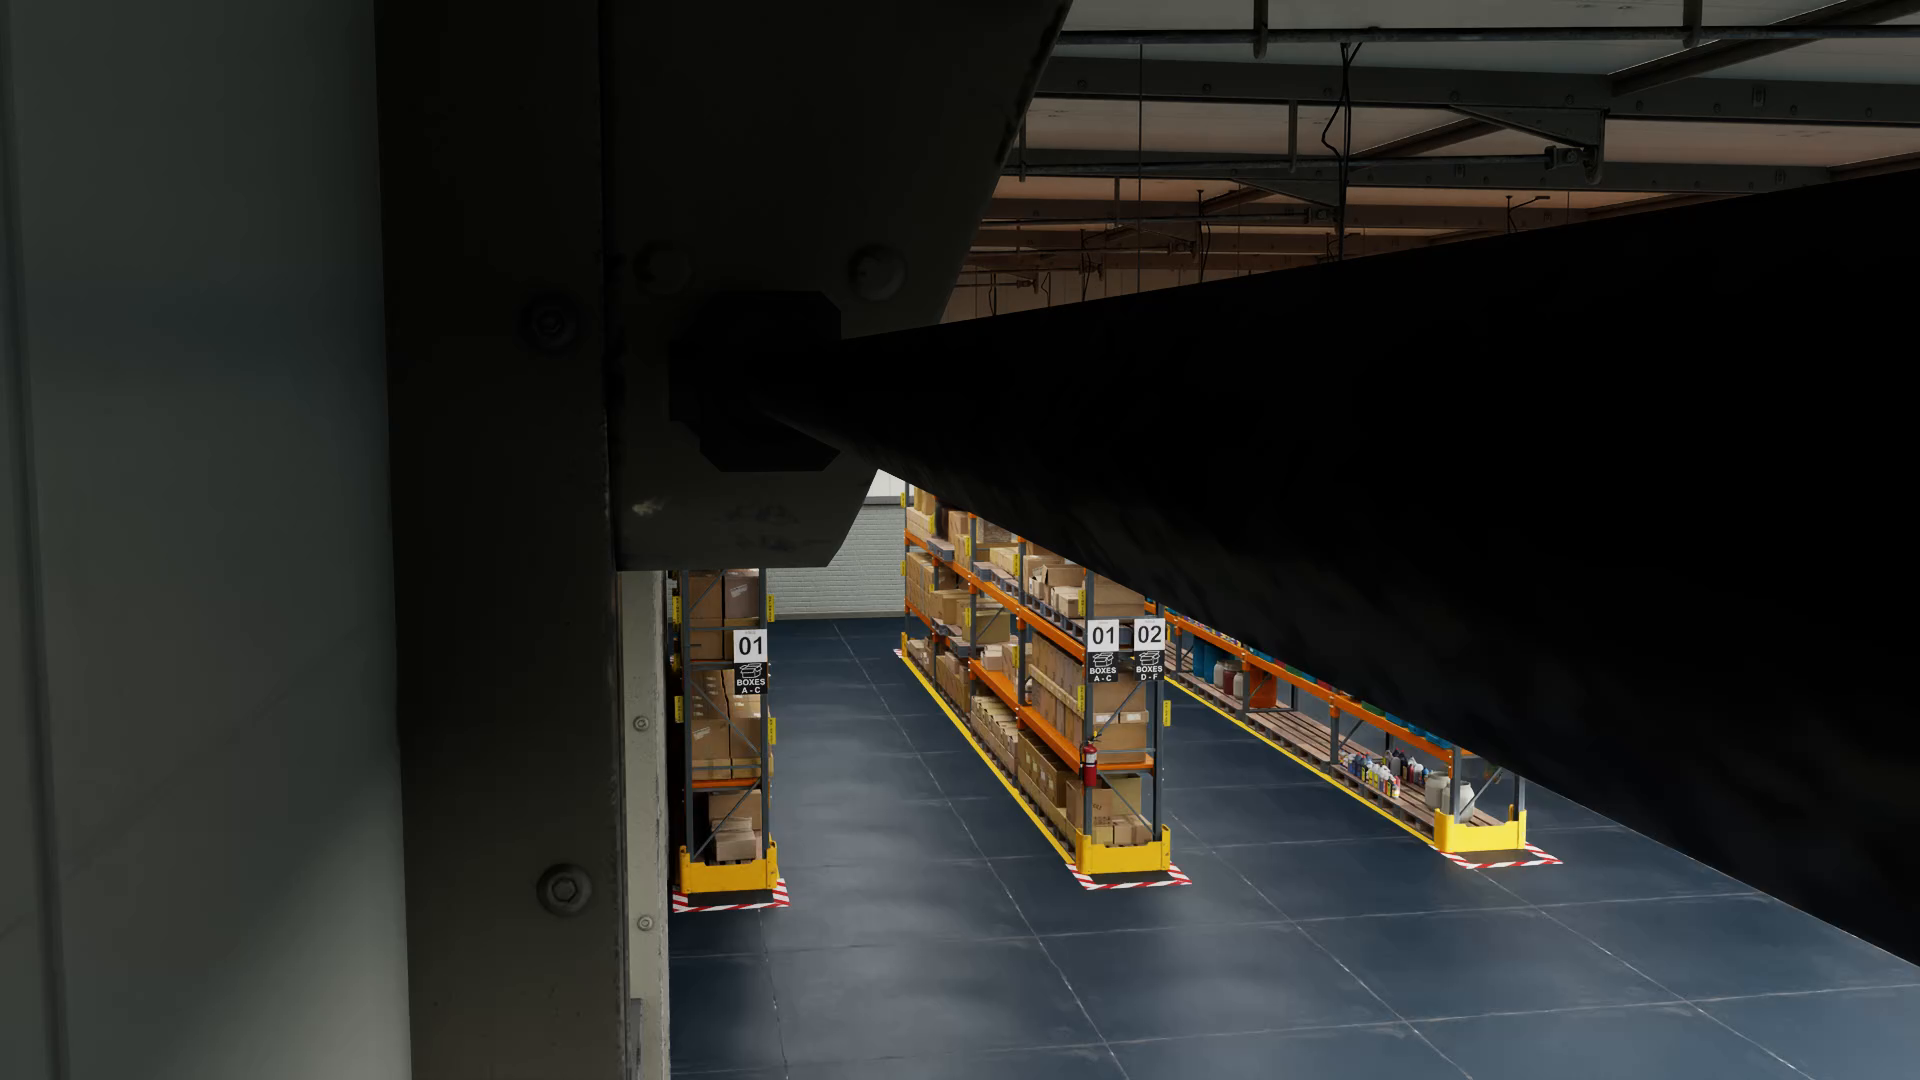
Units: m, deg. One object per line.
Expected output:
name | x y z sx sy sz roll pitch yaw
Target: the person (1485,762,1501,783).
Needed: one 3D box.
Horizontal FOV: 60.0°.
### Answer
person | 8.294 2.841 25.175 0.658 1.726 0.797 -3 7 -25
